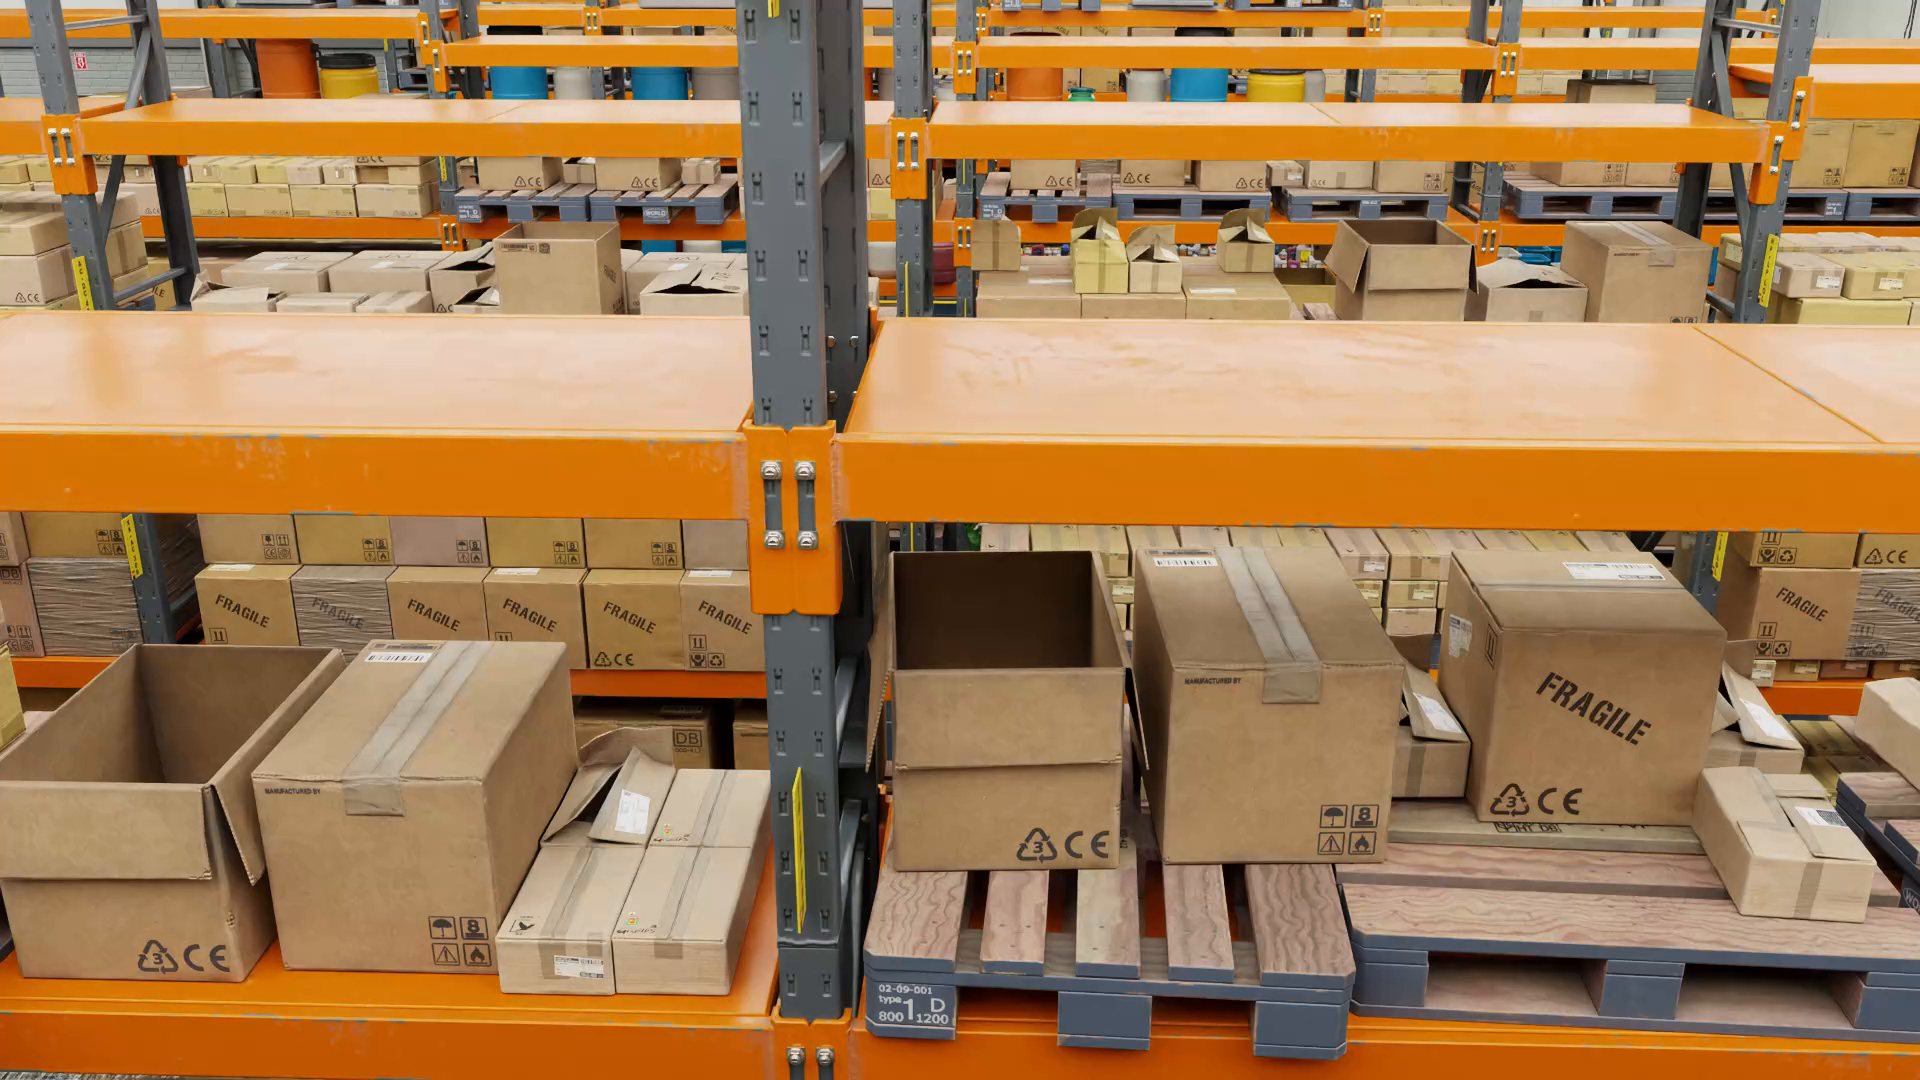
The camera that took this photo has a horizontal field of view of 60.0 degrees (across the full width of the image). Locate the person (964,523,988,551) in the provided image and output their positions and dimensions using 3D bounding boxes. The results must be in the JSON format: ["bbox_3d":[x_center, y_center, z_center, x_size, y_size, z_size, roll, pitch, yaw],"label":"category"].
[{"bbox_3d":[0.163,-0.256,12.383,0.451,1.779,0.607,0,21,1],"label":"person"}]
